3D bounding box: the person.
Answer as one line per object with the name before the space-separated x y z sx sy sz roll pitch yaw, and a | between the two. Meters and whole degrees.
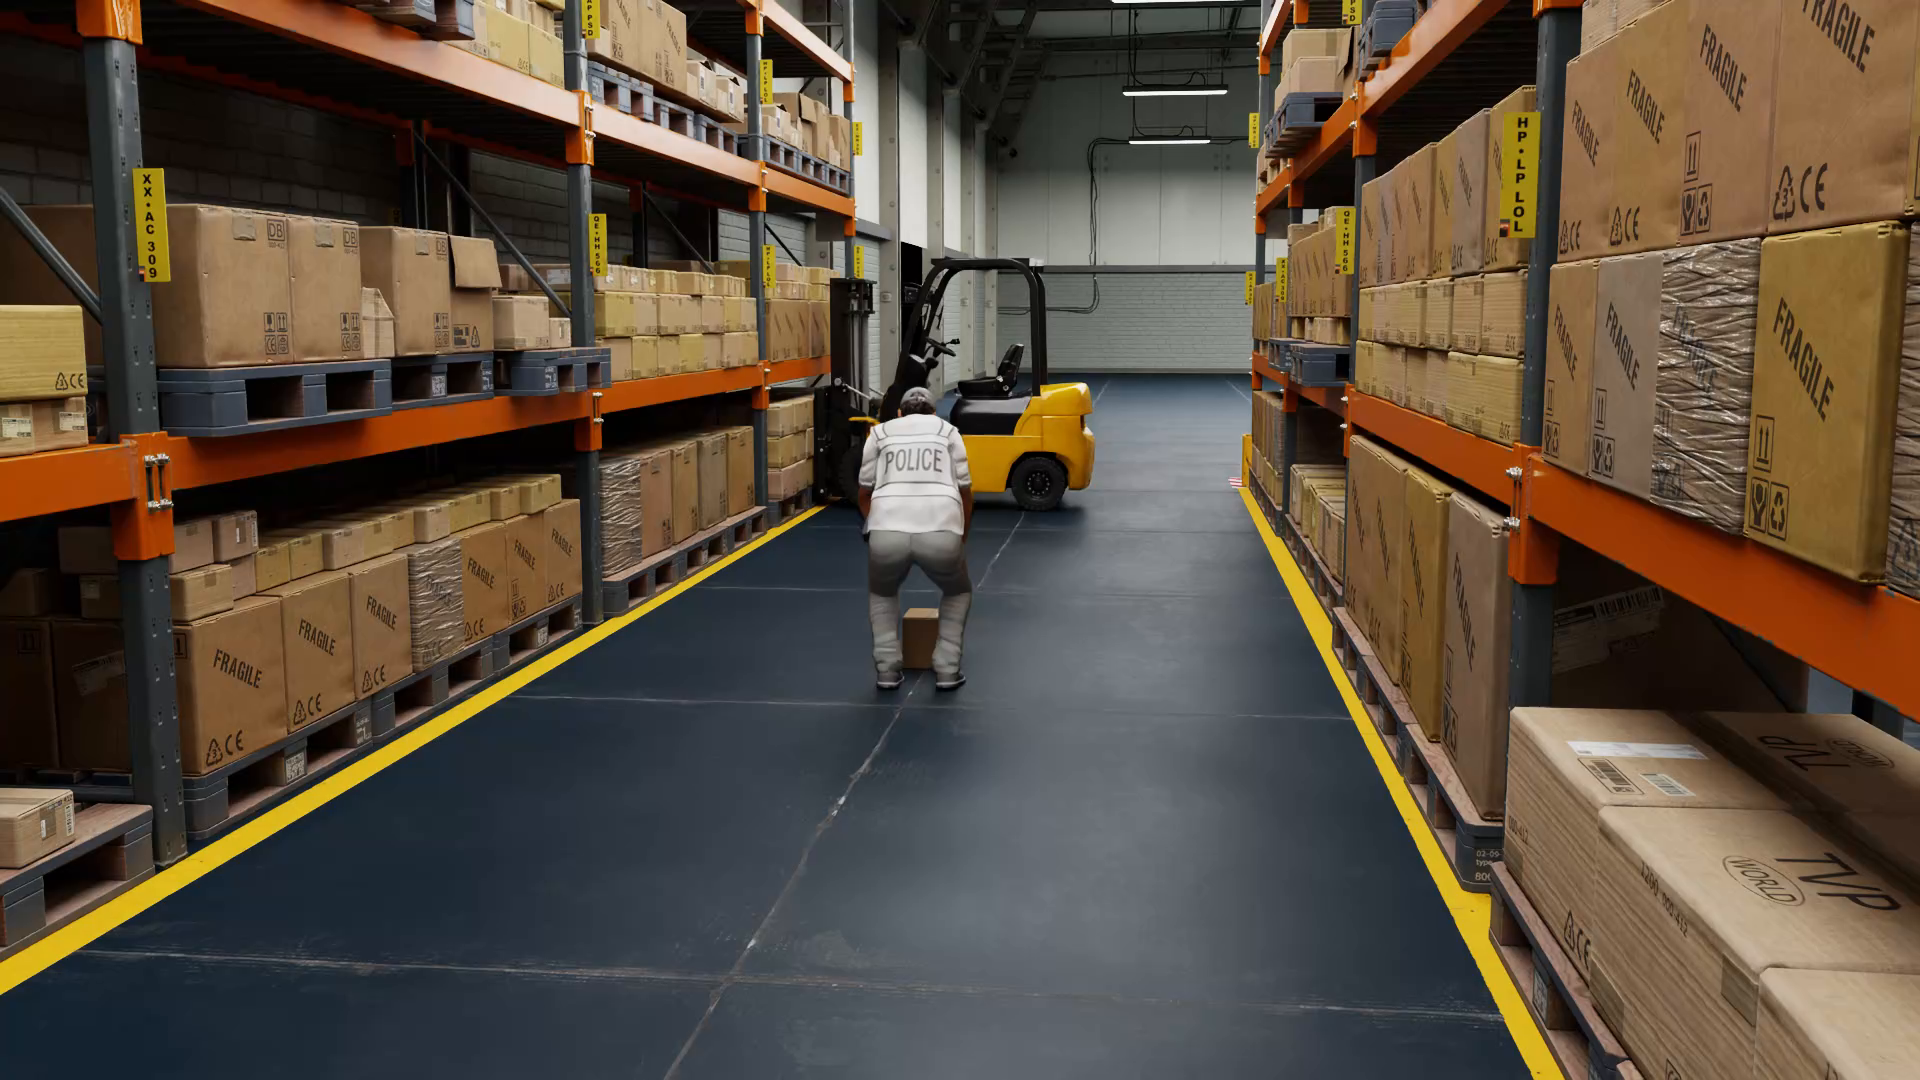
person | -0.216 -0.008 7.558 0.534 1.351 0.745 1 8 6
